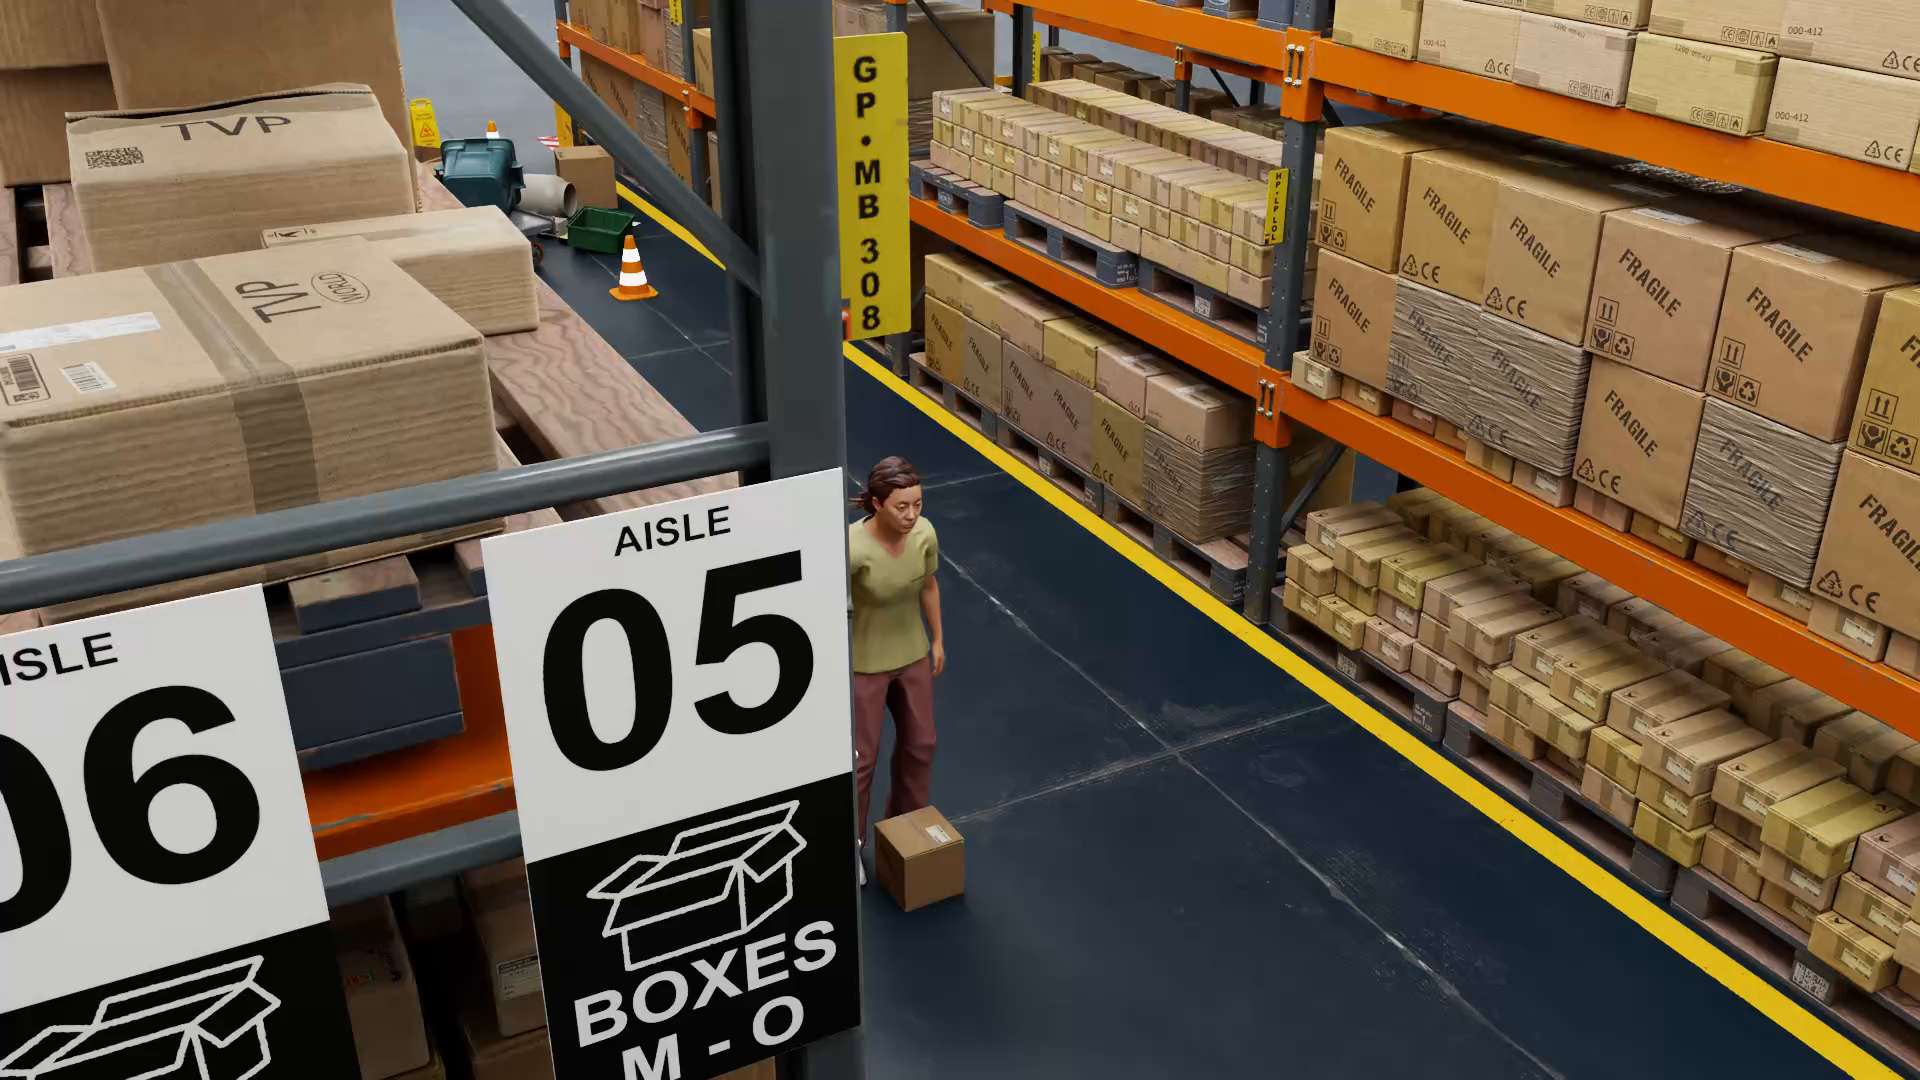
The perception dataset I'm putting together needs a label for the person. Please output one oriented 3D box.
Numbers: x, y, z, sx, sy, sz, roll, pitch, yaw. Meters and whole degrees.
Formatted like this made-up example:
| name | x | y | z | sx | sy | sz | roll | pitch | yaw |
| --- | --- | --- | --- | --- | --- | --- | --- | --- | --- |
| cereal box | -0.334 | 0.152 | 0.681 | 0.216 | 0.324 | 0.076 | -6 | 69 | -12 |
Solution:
| name | x | y | z | sx | sy | sz | roll | pitch | yaw |
| --- | --- | --- | --- | --- | --- | --- | --- | --- | --- |
| person | -0.271 | 0.463 | 6.147 | 0.521 | 1.672 | 0.363 | -15 | 29 | -28 |
